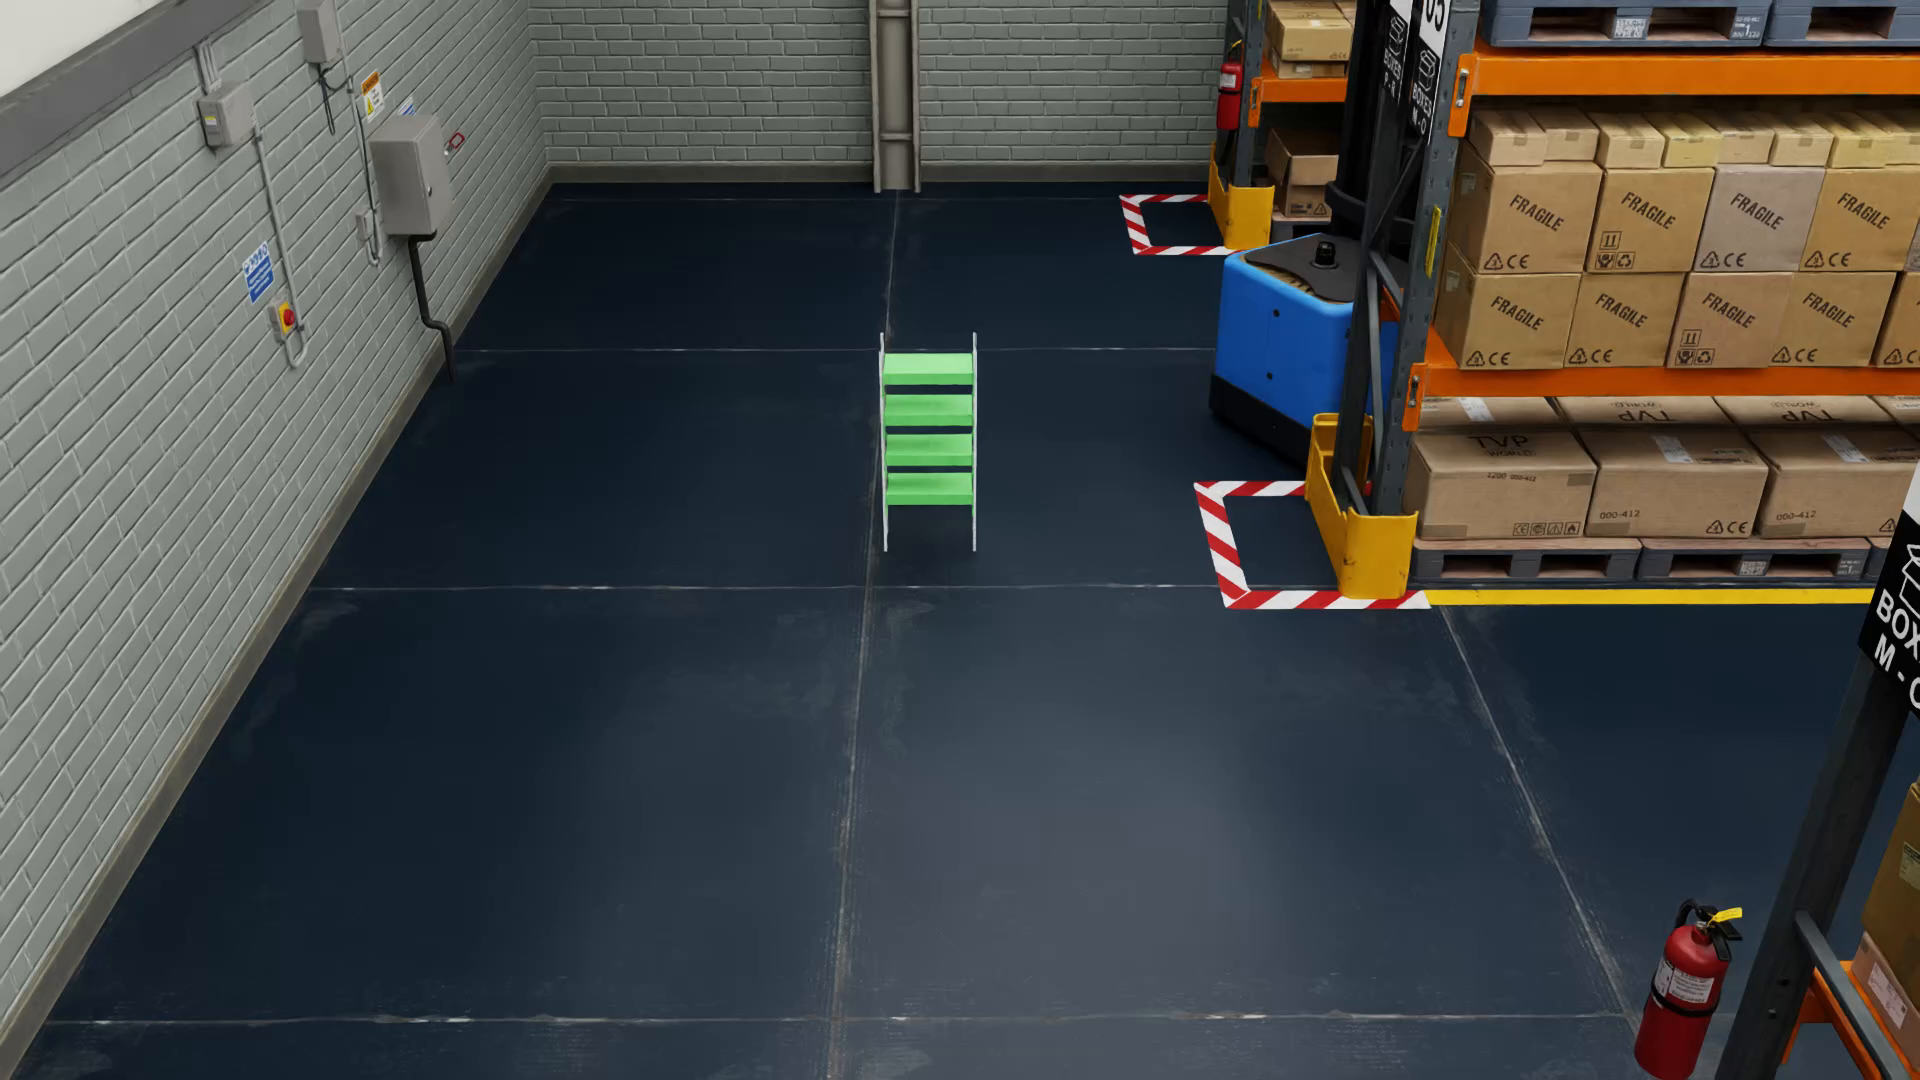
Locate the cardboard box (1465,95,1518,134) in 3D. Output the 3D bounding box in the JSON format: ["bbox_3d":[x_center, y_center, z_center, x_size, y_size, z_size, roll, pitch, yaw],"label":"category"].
[{"bbox_3d":[2.559,-2.127,8.178,0.250,0.149,0.380,0,31,0],"label":"cardboard box"}]

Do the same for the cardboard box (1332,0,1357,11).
[{"bbox_3d":[3.142,-4.052,12.894,0.500,0.250,0.500,0,31,0],"label":"cardboard box"}]

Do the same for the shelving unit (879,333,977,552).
[{"bbox_3d":[-0.166,-0.512,8.938,0.503,1.200,0.258,0,31,0],"label":"shelving unit"}]

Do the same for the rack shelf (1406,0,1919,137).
[{"bbox_3d":[4.201,-2.255,7.877,4.000,0.370,1.077,0,31,0],"label":"rack shelf"}]

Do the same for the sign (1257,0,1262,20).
[{"bbox_3d":[2.171,-3.937,12.013,0.005,0.325,0.100,0,31,0],"label":"sign"}]

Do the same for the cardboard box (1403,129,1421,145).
[{"bbox_3d":[3.635,-2.895,13.134,0.500,0.500,0.700,1,31,2],"label":"cardboard box"}]

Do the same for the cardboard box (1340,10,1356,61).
[{"bbox_3d":[3.127,-3.775,12.438,0.500,0.250,0.500,0,31,0],"label":"cardboard box"}]

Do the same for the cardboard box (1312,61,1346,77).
[{"bbox_3d":[2.752,-3.625,12.575,0.250,0.149,0.380,1,31,1],"label":"cardboard box"}]

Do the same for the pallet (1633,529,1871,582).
[{"bbox_3d":[4.217,-0.127,9.256,1.213,0.211,1.003,0,31,0],"label":"pallet"}]

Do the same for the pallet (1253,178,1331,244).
[{"bbox_3d":[3.041,-2.660,13.430,1.213,0.211,1.003,0,31,0],"label":"pallet"}]

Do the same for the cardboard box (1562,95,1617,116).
[{"bbox_3d":[3.070,-2.184,8.273,0.250,0.149,0.380,0,31,-1],"label":"cardboard box"}]

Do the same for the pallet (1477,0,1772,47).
[{"bbox_3d":[2.943,-2.526,7.716,1.213,0.211,1.003,0,31,0],"label":"pallet"}]

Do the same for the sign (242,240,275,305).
[{"bbox_3d":[-3.498,-1.335,8.297,0.001,0.218,0.327,0,31,0],"label":"sign"}]

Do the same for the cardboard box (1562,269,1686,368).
[{"bbox_3d":[3.189,-1.185,8.216,0.500,0.500,0.500,-1,31,-1],"label":"cardboard box"}]

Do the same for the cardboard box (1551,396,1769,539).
[{"bbox_3d":[3.776,-0.419,9.115,0.875,0.438,0.875,1,31,1],"label":"cardboard box"}]

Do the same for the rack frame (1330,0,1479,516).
[{"bbox_3d":[2.201,-1.274,8.458,0.127,3.000,1.000,0,31,0],"label":"rack frame"}]

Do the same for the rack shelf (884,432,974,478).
[{"bbox_3d":[-0.166,-0.458,8.971,0.480,0.148,0.258,0,31,0],"label":"rack shelf"}]

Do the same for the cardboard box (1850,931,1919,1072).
[{"bbox_3d":[2.656,1.253,4.535,0.250,0.149,0.380,0,31,0],"label":"cardboard box"}]

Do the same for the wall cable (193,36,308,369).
[{"bbox_3d":[-3.437,-1.692,8.137,0.123,1.953,0.585,0,31,0],"label":"wall cable"}]

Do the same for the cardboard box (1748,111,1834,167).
[{"bbox_3d":[3.855,-1.876,7.764,0.250,0.149,0.380,0,31,0],"label":"cardboard box"}]

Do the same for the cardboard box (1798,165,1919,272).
[{"bbox_3d":[4.213,-1.611,7.953,0.500,0.500,0.500,0,31,0],"label":"cardboard box"}]

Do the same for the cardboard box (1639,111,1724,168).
[{"bbox_3d":[3.343,-1.868,7.752,0.250,0.149,0.380,-1,31,-2],"label":"cardboard box"}]

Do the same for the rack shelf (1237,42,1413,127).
[{"bbox_3d":[4.167,-3.547,12.899,4.000,0.370,1.077,0,31,0],"label":"rack shelf"}]

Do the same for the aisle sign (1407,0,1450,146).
[{"bbox_3d":[2.131,-2.235,7.535,0.004,0.787,0.394,0,31,0],"label":"aisle sign"}]

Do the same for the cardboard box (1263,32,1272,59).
[{"bbox_3d":[2.497,-3.882,12.998,0.250,0.149,0.380,-1,31,-1],"label":"cardboard box"}]

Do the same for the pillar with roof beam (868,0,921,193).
[{"bbox_3d":[-0.508,-4.640,8.222,0.400,9.000,9.100,0,31,0],"label":"pillar with roof beam"}]

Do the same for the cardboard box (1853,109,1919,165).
[{"bbox_3d":[4.371,-1.888,7.785,0.250,0.149,0.380,0,31,0],"label":"cardboard box"}]

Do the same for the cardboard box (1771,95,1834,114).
[{"bbox_3d":[4.097,-2.150,8.216,0.250,0.149,0.380,1,31,1],"label":"cardboard box"}]

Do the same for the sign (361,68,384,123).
[{"bbox_3d":[-3.511,-2.658,9.943,0.001,0.242,0.339,0,31,0],"label":"sign"}]

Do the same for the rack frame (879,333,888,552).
[{"bbox_3d":[-0.410,-0.512,8.937,0.015,1.200,0.240,0,31,0],"label":"rack frame"}]

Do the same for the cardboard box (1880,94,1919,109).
[{"bbox_3d":[4.607,-2.138,8.196,0.250,0.149,0.380,0,31,0],"label":"cardboard box"}]

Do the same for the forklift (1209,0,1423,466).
[{"bbox_3d":[3.099,-2.234,10.107,3.031,2.935,1.130,-18,35,-26],"label":"forklift"}]

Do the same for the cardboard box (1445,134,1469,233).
[{"bbox_3d":[2.682,-1.869,8.379,0.500,0.500,0.500,1,31,1],"label":"cardboard box"}]

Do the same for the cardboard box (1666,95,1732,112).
[{"bbox_3d":[3.584,-2.128,8.180,0.250,0.149,0.380,0,31,-1],"label":"cardboard box"}]

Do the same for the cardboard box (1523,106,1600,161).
[{"bbox_3d":[2.819,-1.917,7.832,0.250,0.149,0.380,1,31,1],"label":"cardboard box"}]

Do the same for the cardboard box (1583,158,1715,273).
[{"bbox_3d":[3.199,-1.603,7.940,0.500,0.500,0.500,-1,31,-2],"label":"cardboard box"}]

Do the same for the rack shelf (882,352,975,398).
[{"bbox_3d":[-0.166,-0.868,8.722,0.480,0.148,0.258,0,31,0],"label":"rack shelf"}]

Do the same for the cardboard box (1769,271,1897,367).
[{"bbox_3d":[4.198,-1.188,8.220,0.500,0.500,0.500,1,31,1],"label":"cardboard box"}]

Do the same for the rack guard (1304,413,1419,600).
[{"bbox_3d":[2.177,-0.205,9.106,0.348,0.500,1.175,0,31,0],"label":"rack guard"}]

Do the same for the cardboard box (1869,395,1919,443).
[{"bbox_3d":[5.573,-0.424,9.123,0.875,0.438,0.875,-1,31,-1],"label":"cardboard box"}]

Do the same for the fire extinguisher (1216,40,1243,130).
[{"bbox_3d":[2.023,-3.416,12.423,0.183,0.674,0.296,0,31,0],"label":"fire extinguisher"}]

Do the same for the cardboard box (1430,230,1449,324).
[{"bbox_3d":[2.682,-1.456,8.661,0.500,0.500,0.500,0,31,0],"label":"cardboard box"}]

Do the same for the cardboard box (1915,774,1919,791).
[{"bbox_3d":[2.788,0.565,4.079,0.500,0.500,0.500,-1,31,-1],"label":"cardboard box"}]
